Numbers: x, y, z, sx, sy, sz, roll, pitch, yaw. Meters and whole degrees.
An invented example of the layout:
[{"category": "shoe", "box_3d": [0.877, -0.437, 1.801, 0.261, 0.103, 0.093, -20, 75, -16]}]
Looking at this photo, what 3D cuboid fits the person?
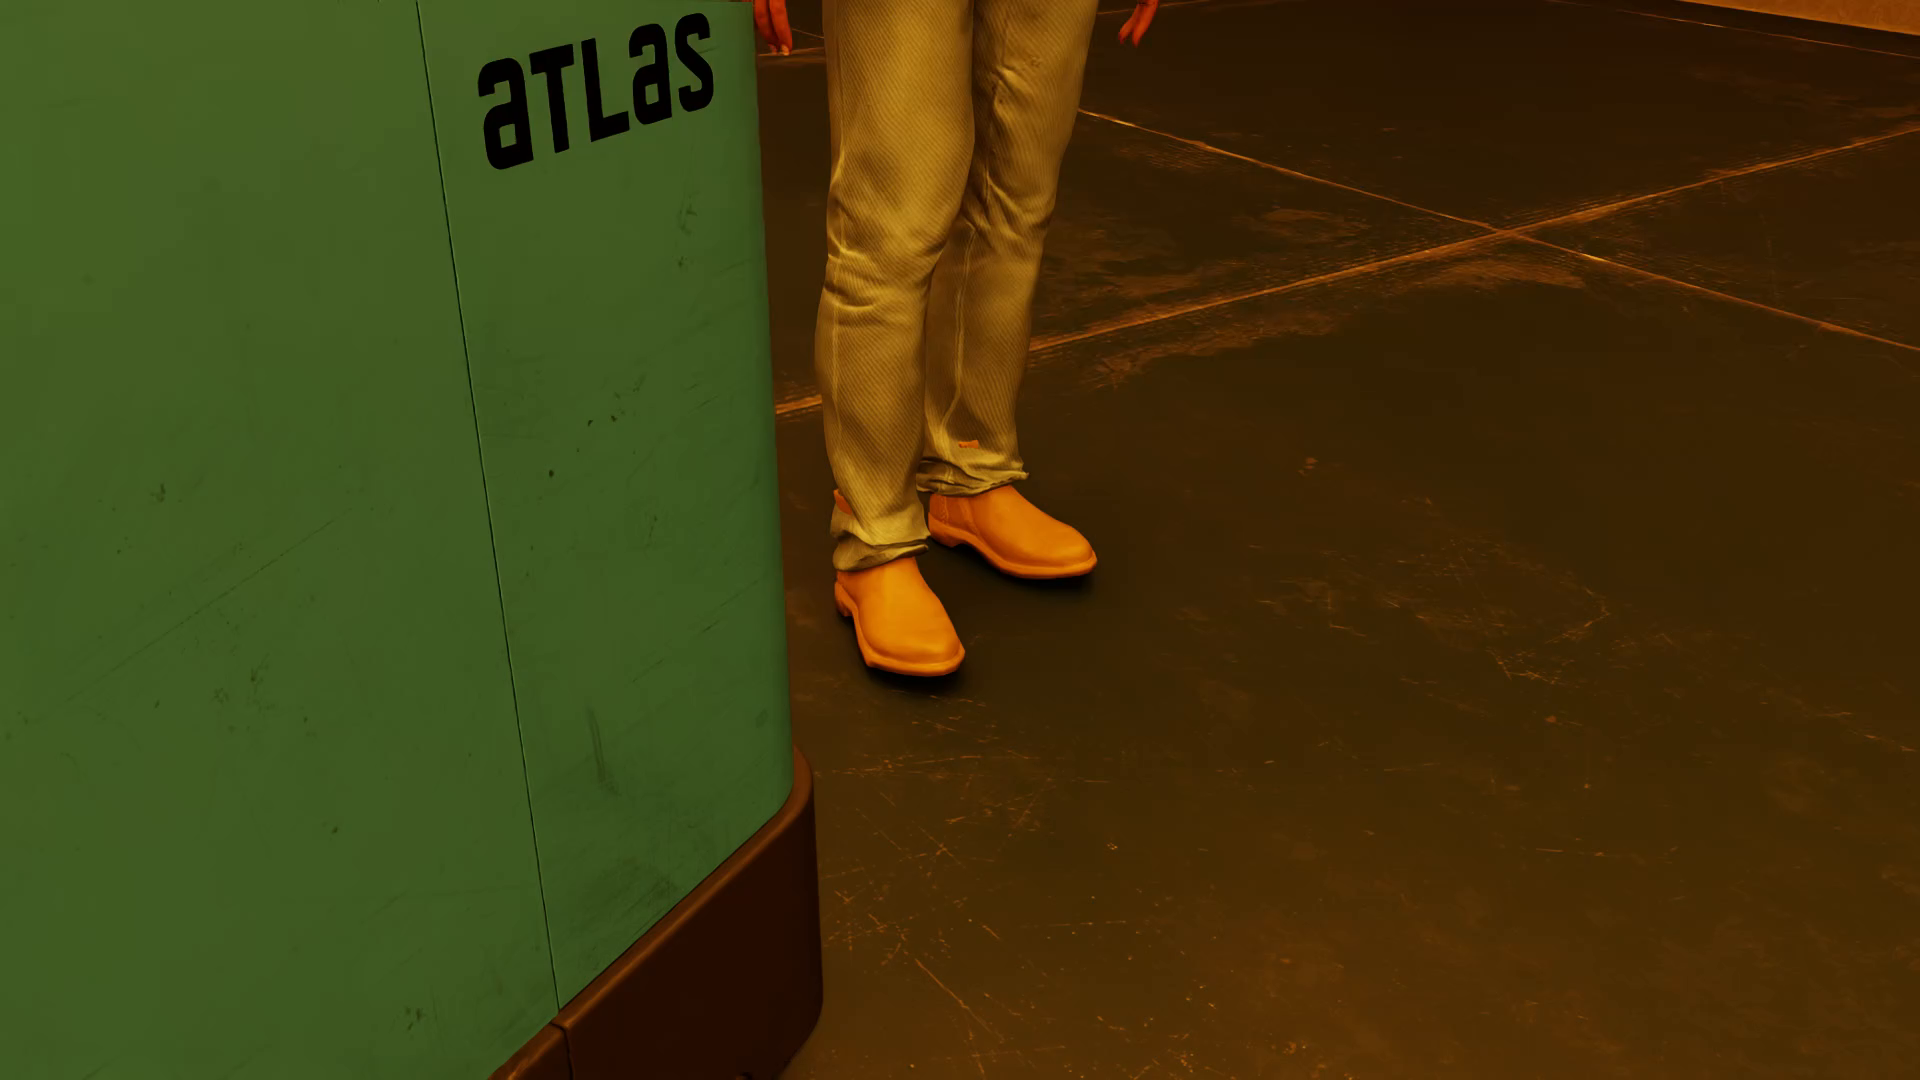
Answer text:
[{"category": "person", "box_3d": [0.036, -0.769, 2.047, 0.666, 1.768, 0.575, -17, 31, -31]}]
